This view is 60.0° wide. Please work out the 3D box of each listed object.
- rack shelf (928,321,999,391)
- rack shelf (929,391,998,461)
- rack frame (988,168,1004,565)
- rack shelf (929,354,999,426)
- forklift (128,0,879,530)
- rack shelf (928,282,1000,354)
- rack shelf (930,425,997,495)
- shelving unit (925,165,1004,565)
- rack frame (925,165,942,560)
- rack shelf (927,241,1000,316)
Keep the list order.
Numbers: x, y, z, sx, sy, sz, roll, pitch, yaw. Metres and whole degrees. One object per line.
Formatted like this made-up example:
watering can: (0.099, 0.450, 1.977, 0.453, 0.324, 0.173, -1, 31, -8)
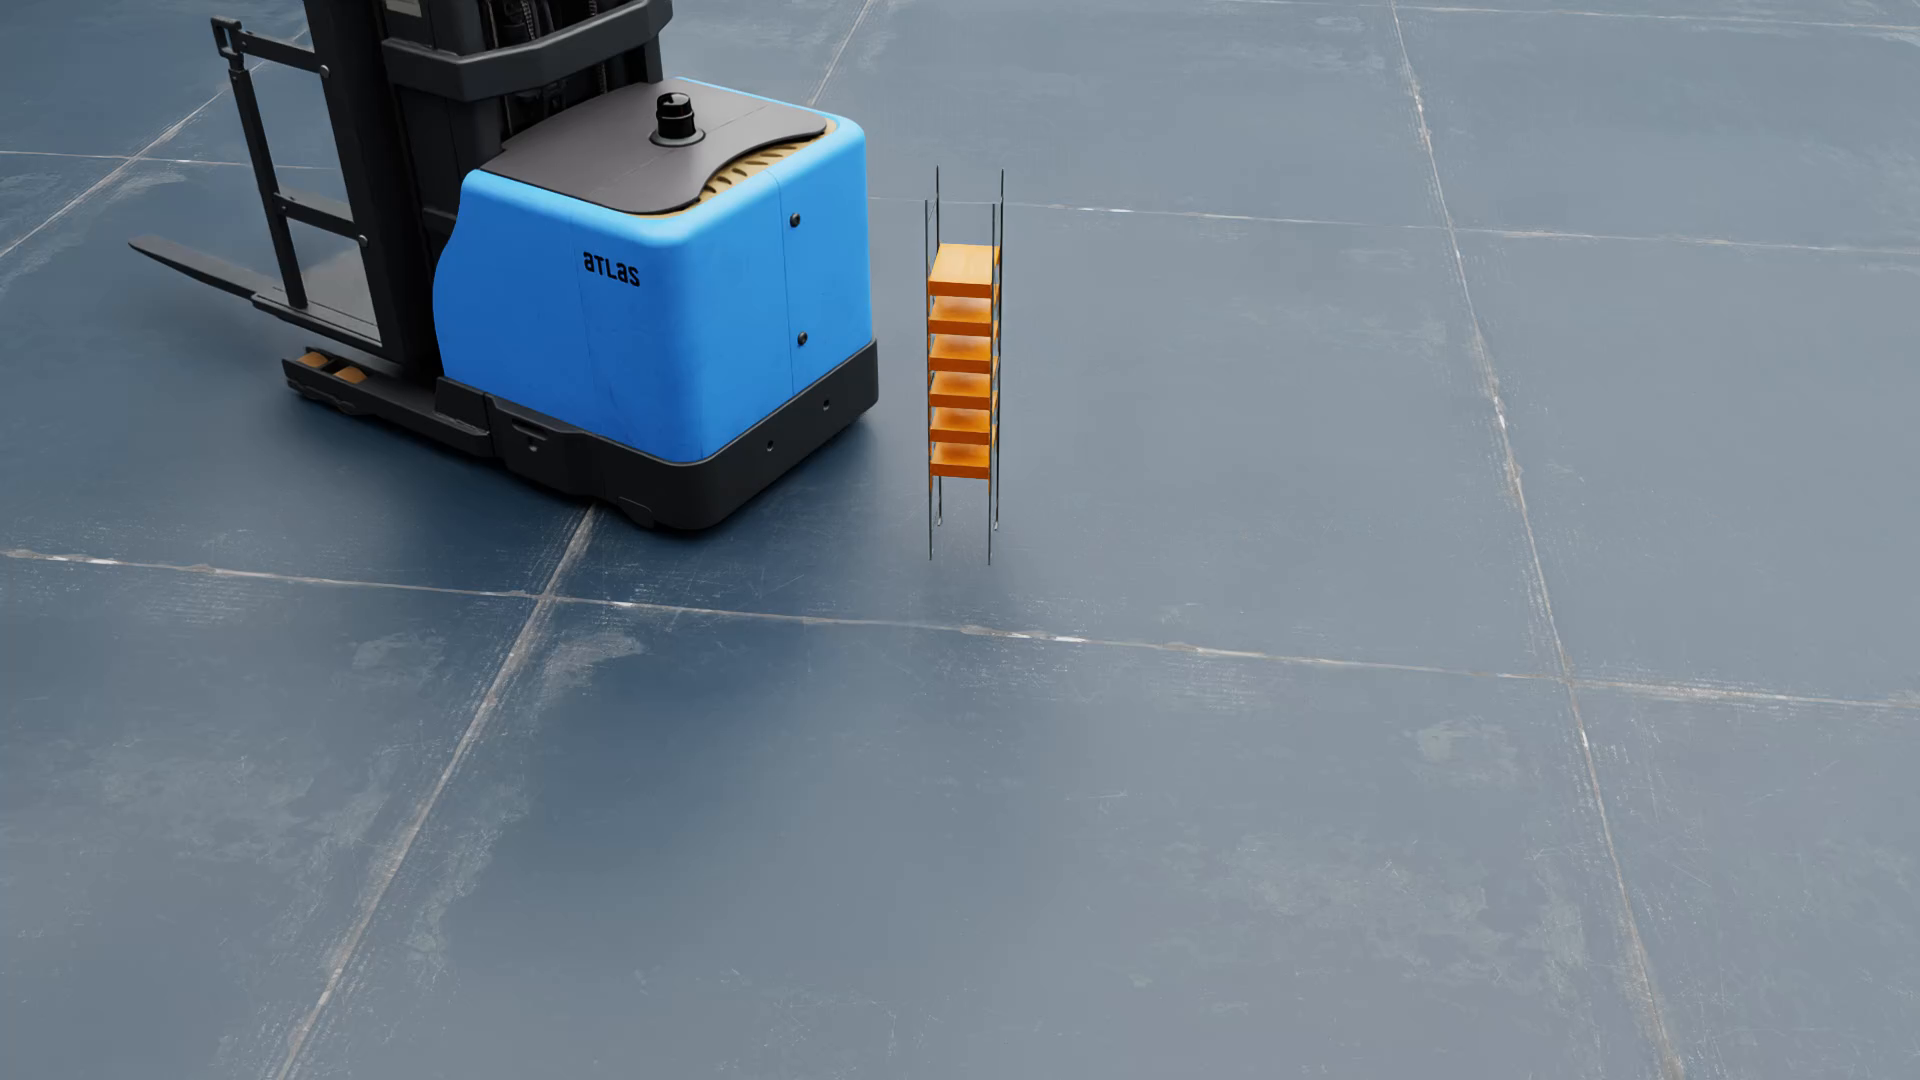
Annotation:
rack shelf: (0.014, -0.549, 4.856, 0.180, 0.103, 0.258, 4, 36, 6)
rack shelf: (0.014, -0.353, 4.995, 0.180, 0.103, 0.258, 4, 36, 6)
rack frame: (0.105, -0.481, 4.890, 0.006, 1.200, 0.240, 4, 36, 6)
rack shelf: (0.014, -0.451, 4.926, 0.180, 0.103, 0.258, 4, 36, 6)
forklift: (-1.802, -1.871, 5.348, 3.031, 2.935, 1.130, 20, 40, 26)
rack shelf: (0.014, -0.646, 4.786, 0.180, 0.103, 0.258, 4, 36, 6)
rack shelf: (0.014, -0.256, 5.065, 0.180, 0.103, 0.258, 4, 36, 6)
shelving unit: (0.014, -0.487, 4.900, 0.189, 1.200, 0.258, 4, 36, 6)
rack frame: (-0.076, -0.494, 4.909, 0.006, 1.200, 0.240, 4, 36, 6)
rack shelf: (0.014, -0.744, 4.717, 0.180, 0.103, 0.258, 4, 36, 6)
